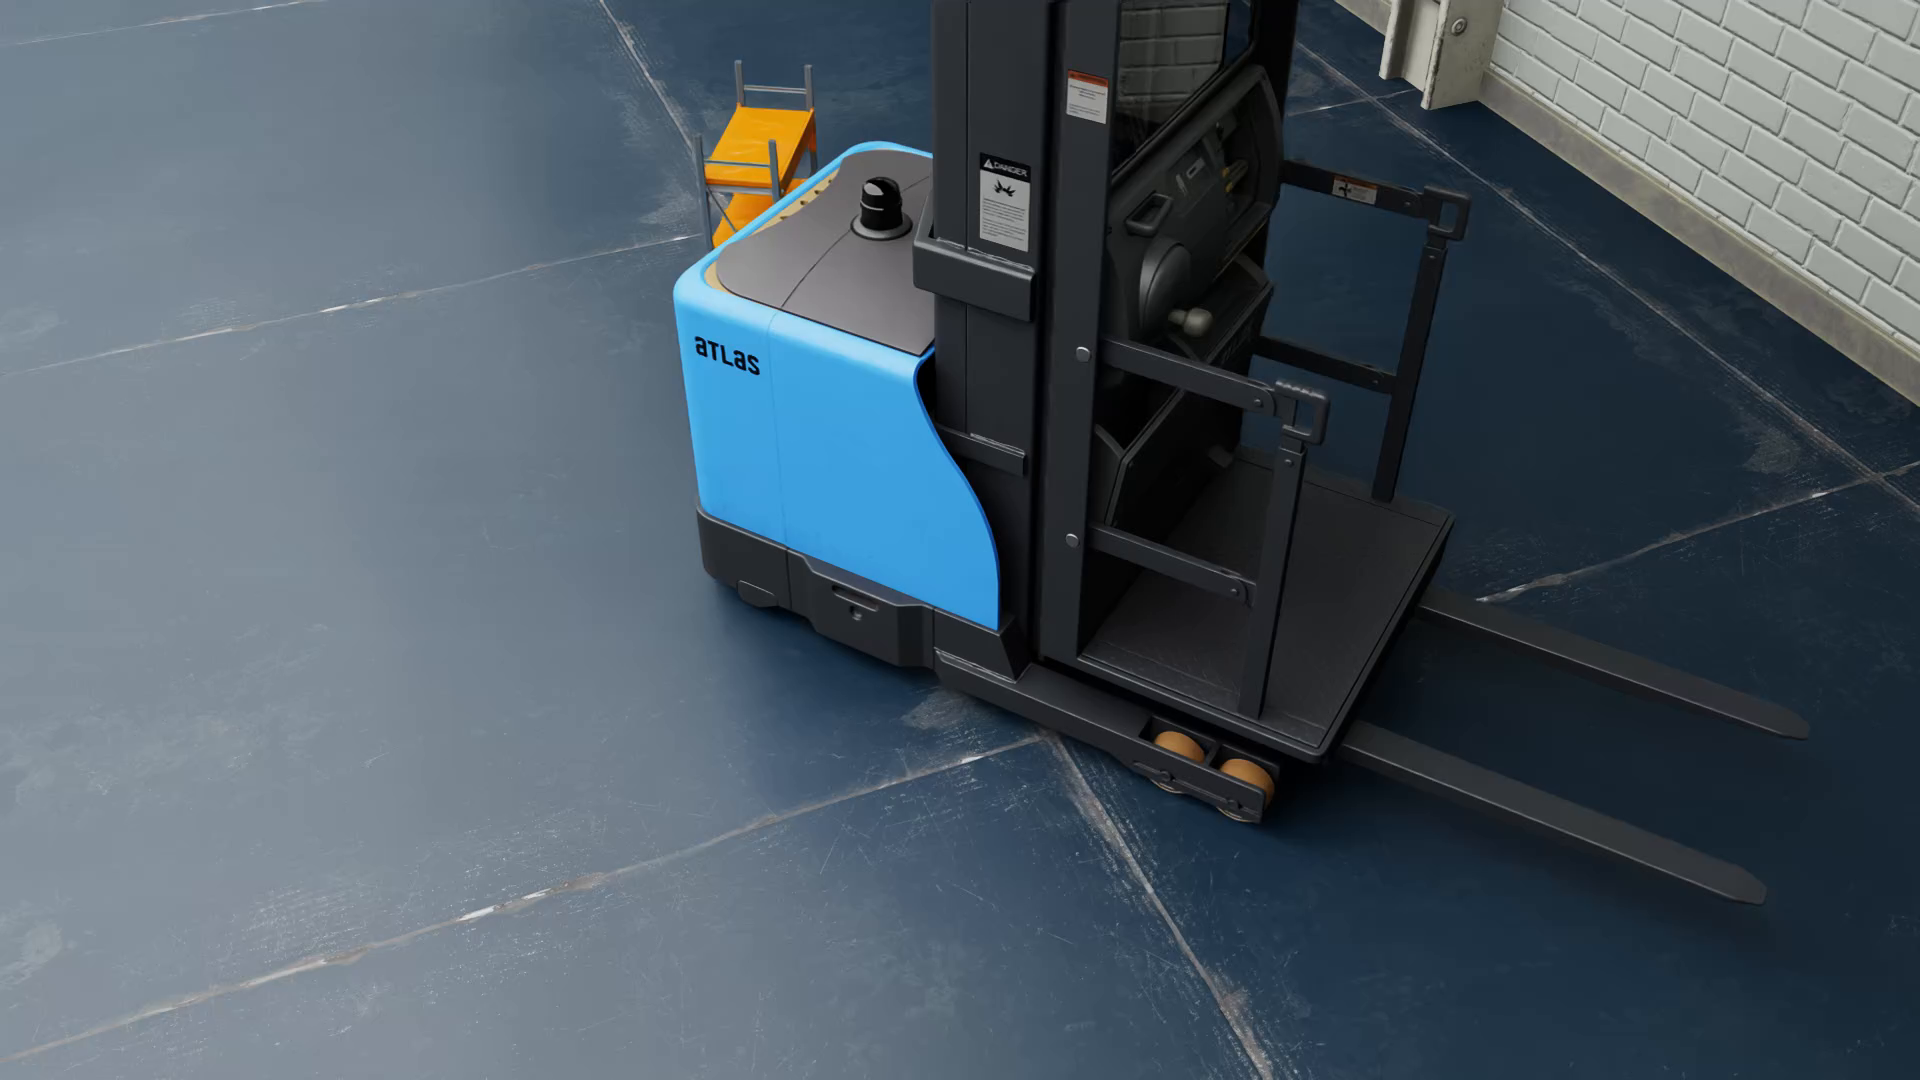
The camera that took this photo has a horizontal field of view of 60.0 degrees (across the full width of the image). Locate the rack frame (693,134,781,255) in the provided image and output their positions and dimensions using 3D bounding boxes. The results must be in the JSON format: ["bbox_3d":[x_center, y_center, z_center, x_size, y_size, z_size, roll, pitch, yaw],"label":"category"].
[{"bbox_3d":[-0.644,-0.694,5.136,0.240,1.200,0.015,5,41,6],"label":"rack frame"}]

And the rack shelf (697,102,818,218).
[{"bbox_3d":[-0.609,-1.149,5.063,0.258,0.148,0.480,5,41,6],"label":"rack shelf"}]

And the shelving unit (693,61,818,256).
[{"bbox_3d":[-0.609,-0.851,5.319,0.258,1.200,0.503,5,41,6],"label":"shelving unit"}]

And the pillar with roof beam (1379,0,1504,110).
[{"bbox_3d":[-1.803,-4.434,3.505,9.100,9.000,0.400,-15,43,-17],"label":"pillar with roof beam"}]

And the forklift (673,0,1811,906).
[{"bbox_3d":[0.750,-0.769,3.896,3.031,2.935,1.130,21,45,22],"label":"forklift"}]

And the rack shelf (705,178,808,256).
[{"bbox_3d":[-0.609,-0.970,5.217,0.258,0.148,0.480,5,41,6],"label":"rack shelf"}]

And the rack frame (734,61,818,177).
[{"bbox_3d":[-0.575,-1.009,5.503,0.240,1.200,0.015,5,41,6],"label":"rack frame"}]
